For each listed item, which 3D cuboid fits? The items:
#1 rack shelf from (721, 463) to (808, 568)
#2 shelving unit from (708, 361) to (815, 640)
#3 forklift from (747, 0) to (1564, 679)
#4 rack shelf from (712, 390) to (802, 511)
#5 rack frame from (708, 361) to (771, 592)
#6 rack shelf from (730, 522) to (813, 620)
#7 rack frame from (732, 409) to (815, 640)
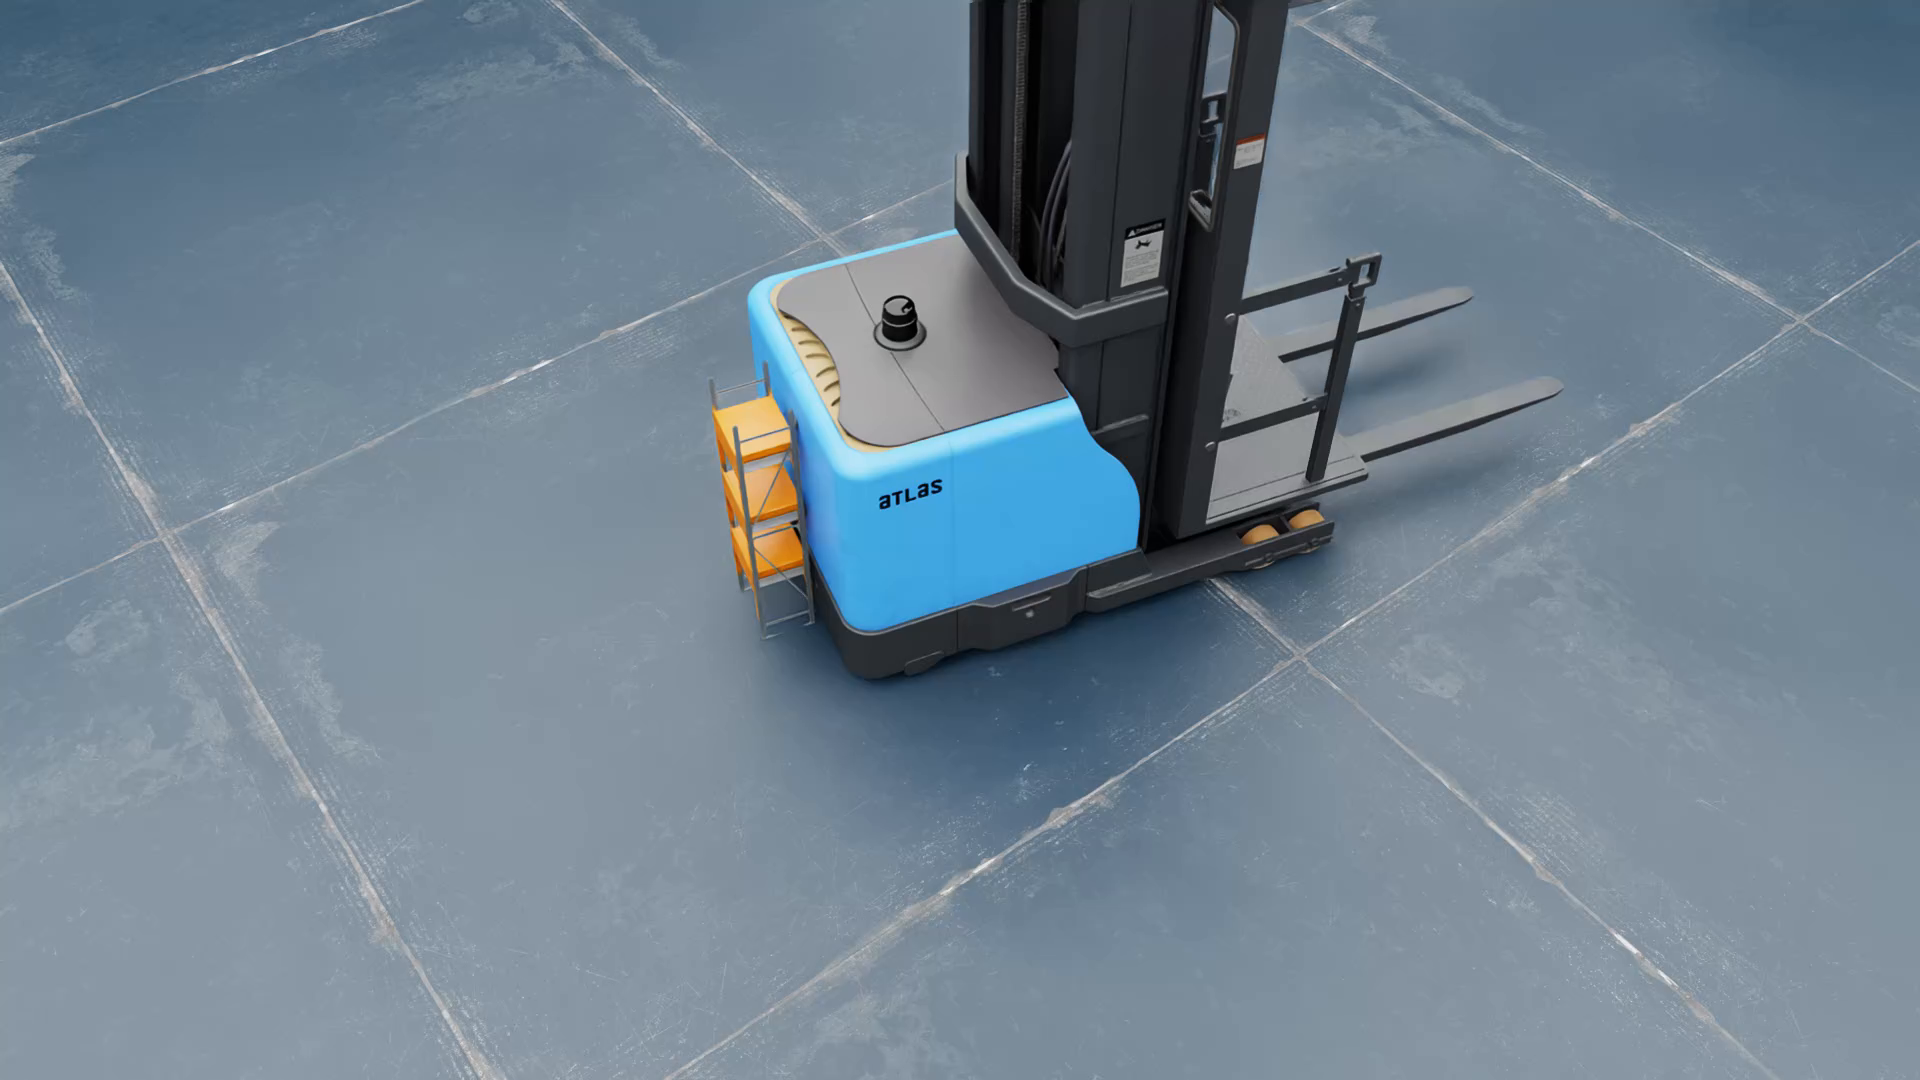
[{"bbox_3d":[-0.663,-0.103,5.649,0.215,0.259,0.240,-18,50,-16],"label":"rack shelf"},{"bbox_3d":[-0.663,-0.110,5.641,0.215,1.050,0.252,-18,50,-16],"label":"shelving unit"},{"bbox_3d":[0.836,-1.226,5.383,3.031,2.935,1.130,-17,50,-15],"label":"forklift"},{"bbox_3d":[-0.663,-0.293,5.438,0.215,0.259,0.240,-18,50,-16],"label":"rack shelf"},{"bbox_3d":[-0.711,-0.193,5.716,0.200,1.050,0.008,-18,50,-16],"label":"rack frame"},{"bbox_3d":[-0.663,0.084,5.855,0.215,0.259,0.240,-18,50,-16],"label":"rack shelf"},{"bbox_3d":[-0.614,-0.027,5.566,0.200,1.050,0.008,-18,50,-16],"label":"rack frame"}]
